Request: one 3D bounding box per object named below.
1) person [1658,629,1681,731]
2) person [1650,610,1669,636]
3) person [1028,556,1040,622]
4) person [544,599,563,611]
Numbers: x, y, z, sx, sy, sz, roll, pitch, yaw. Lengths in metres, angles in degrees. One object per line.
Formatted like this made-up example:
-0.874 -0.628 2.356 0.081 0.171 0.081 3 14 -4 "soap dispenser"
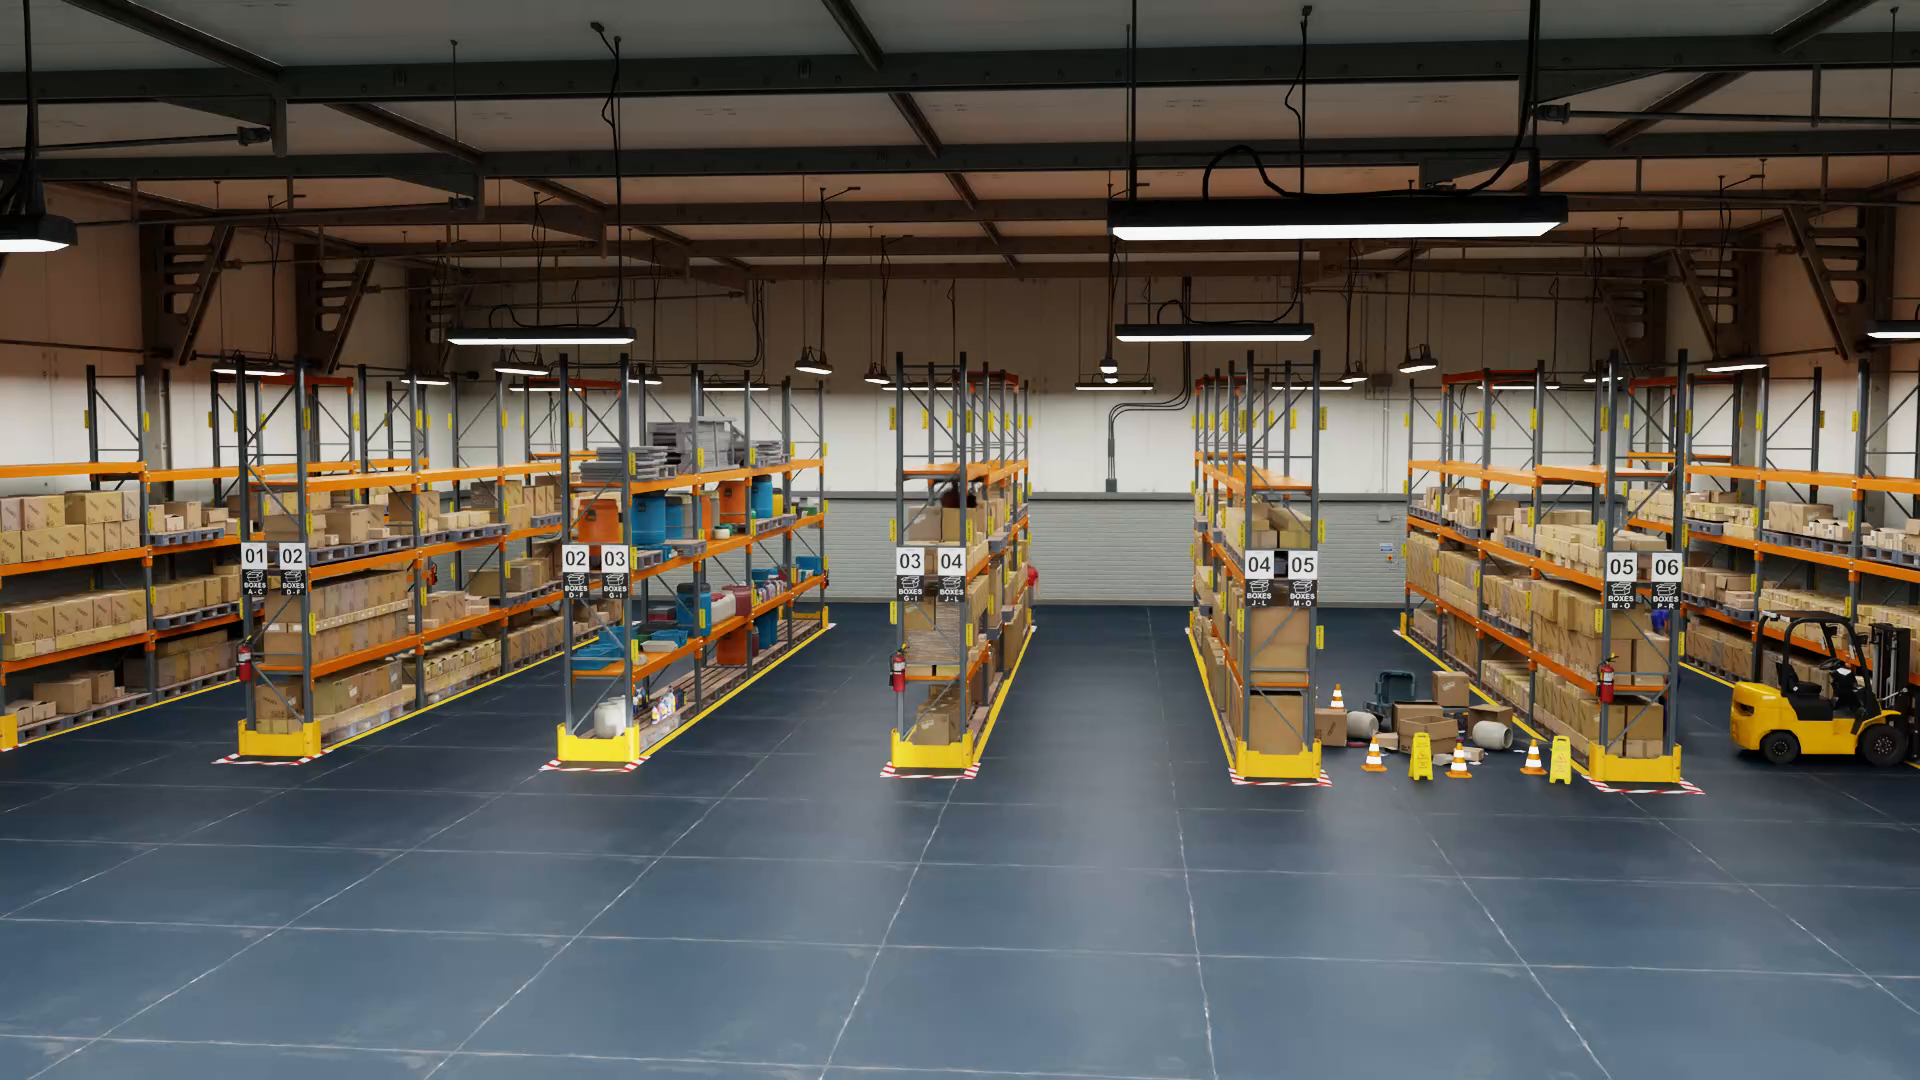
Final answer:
11.445 2.269 27.025 0.451 1.661 0.544 4 6 45 "person"
13.688 1.873 32.524 0.341 1.650 0.492 1 4 8 "person"
1.660 1.250 40.887 0.645 1.692 0.929 -2 4 -23 "person"
-10.197 1.179 41.721 0.660 1.759 0.654 0 4 6 "person"
